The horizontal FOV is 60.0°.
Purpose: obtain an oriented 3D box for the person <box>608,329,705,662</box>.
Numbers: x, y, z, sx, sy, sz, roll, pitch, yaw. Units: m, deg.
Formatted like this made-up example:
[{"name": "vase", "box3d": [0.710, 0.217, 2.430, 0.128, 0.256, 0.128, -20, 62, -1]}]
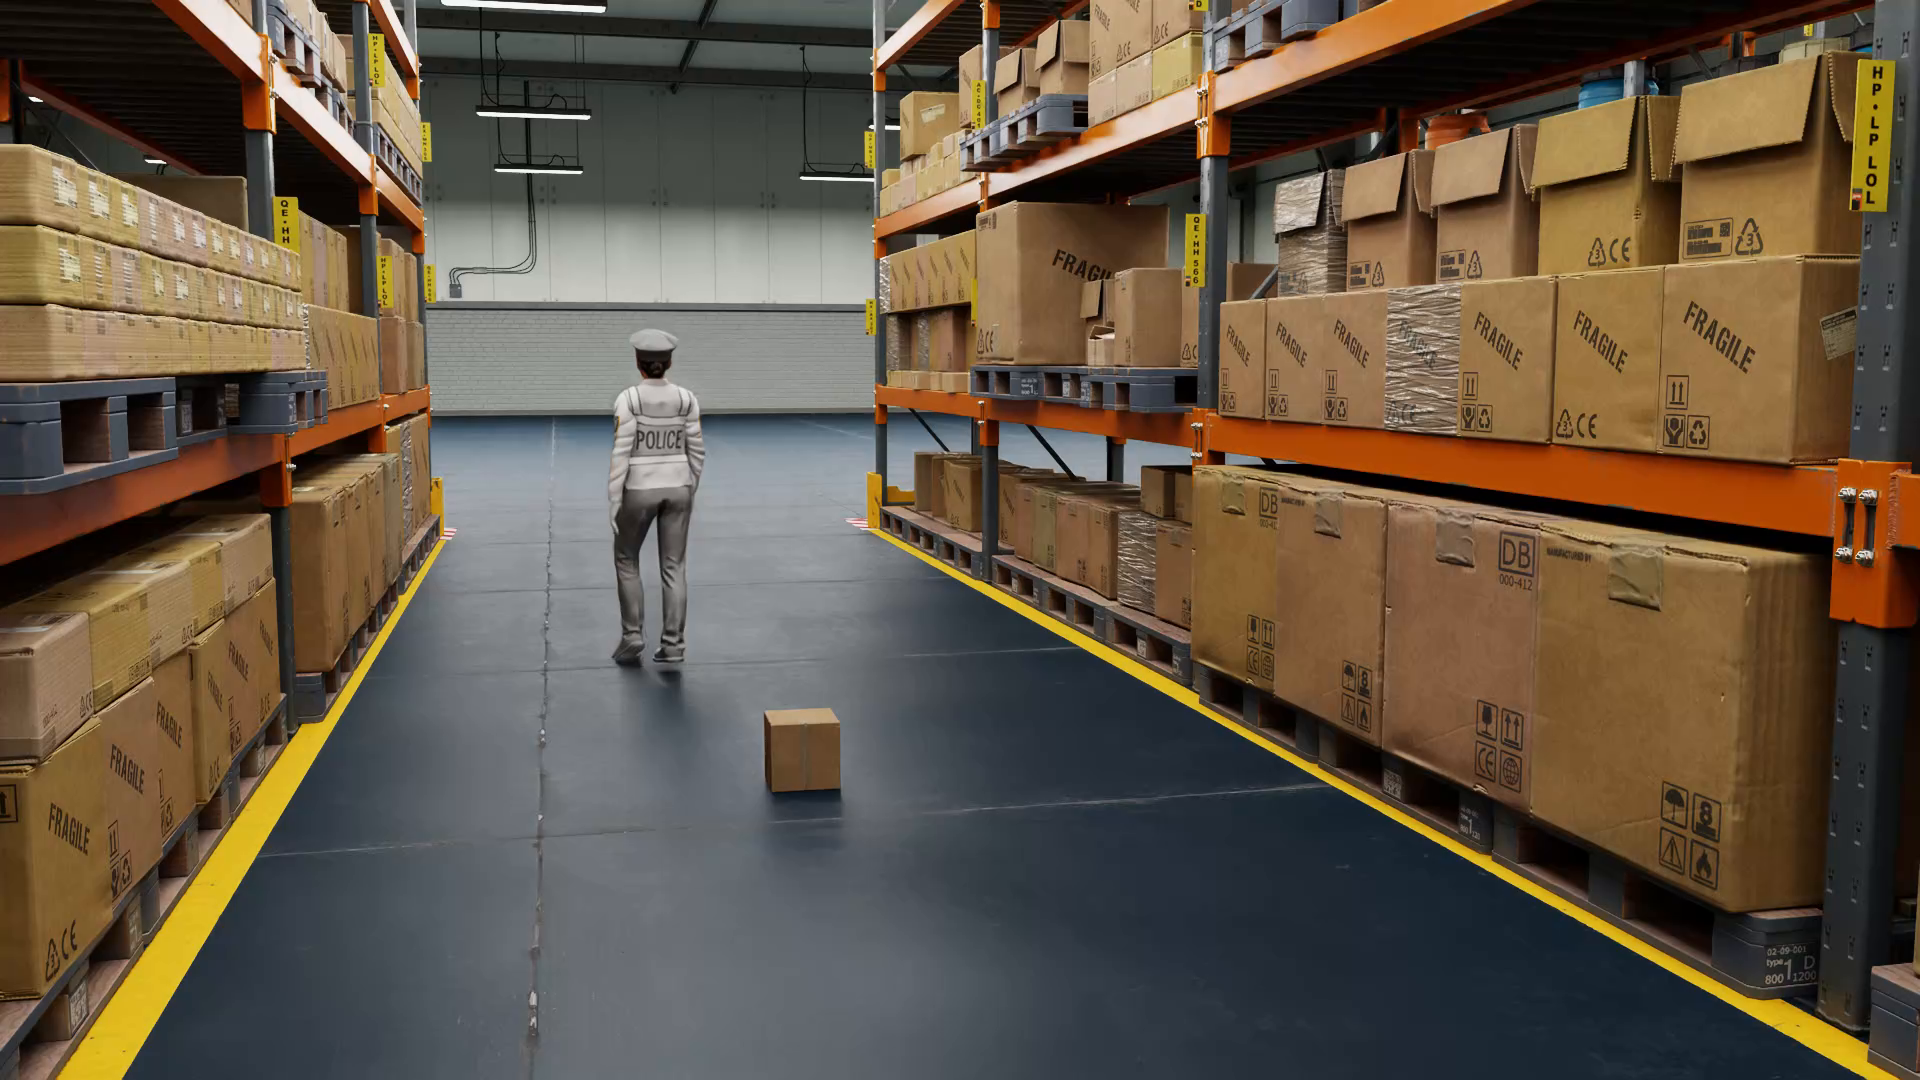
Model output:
[{"name": "person", "box3d": [-1.548, -0.190, 8.423, 0.525, 1.750, 0.617, -3, 7, -24]}]
